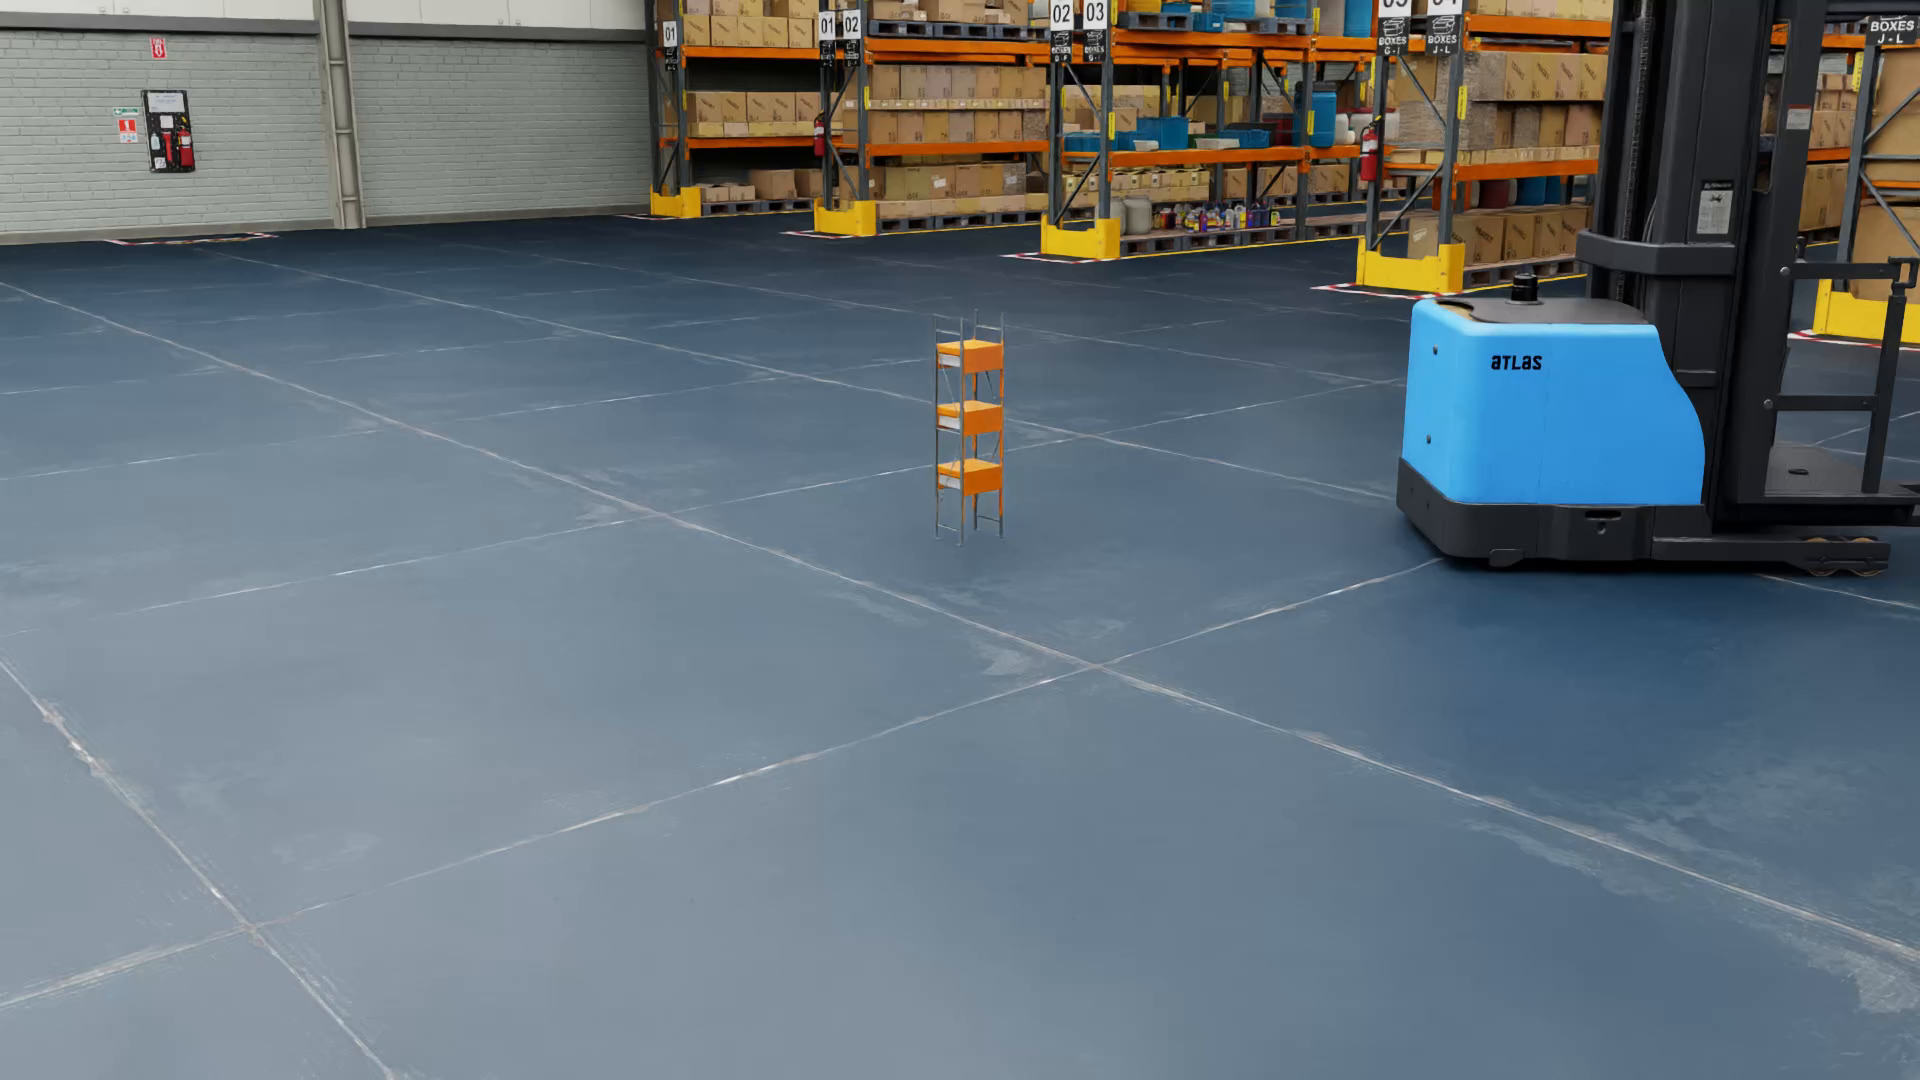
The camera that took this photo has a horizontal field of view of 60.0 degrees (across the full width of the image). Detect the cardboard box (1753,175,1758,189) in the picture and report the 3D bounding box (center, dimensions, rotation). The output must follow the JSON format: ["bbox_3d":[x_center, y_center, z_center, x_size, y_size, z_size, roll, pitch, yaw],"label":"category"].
[{"bbox_3d":[10.330,-4.767,22.323,0.500,0.250,0.500,-12,19,-37],"label":"cardboard box"}]

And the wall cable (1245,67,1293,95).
[{"bbox_3d":[7.441,-10.660,39.875,1.851,1.984,0.084,-13,19,-39],"label":"wall cable"}]

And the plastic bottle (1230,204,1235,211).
[{"bbox_3d":[3.863,-4.657,23.783,0.133,0.283,0.061,-13,19,-39],"label":"plastic bottle"}]

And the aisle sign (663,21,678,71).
[{"bbox_3d":[-4.831,-8.243,27.758,0.004,0.787,0.394,-13,19,-39],"label":"aisle sign"}]

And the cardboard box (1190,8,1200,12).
[{"bbox_3d":[4.801,-11.146,35.684,0.500,0.500,0.500,-13,20,-40],"label":"cardboard box"}]

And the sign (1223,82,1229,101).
[{"bbox_3d":[4.683,-7.901,29.271,0.005,0.325,0.100,-13,19,-39],"label":"sign"}]

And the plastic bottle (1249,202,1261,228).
[{"bbox_3d":[4.106,-4.541,23.219,0.185,0.351,0.144,-14,20,-42],"label":"plastic bottle"}]

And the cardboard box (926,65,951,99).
[{"bbox_3d":[-0.546,-7.030,25.547,0.500,0.500,0.700,-13,19,-39],"label":"cardboard box"}]

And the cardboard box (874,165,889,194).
[{"bbox_3d":[-1.412,-6.868,31.639,0.500,0.500,0.700,-12,19,-38],"label":"cardboard box"}]

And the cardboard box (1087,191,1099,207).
[{"bbox_3d":[2.152,-5.752,27.986,0.500,0.250,0.500,-12,19,-38],"label":"cardboard box"}]

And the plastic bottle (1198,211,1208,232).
[{"bbox_3d":[3.285,-4.310,22.484,0.133,0.283,0.061,-12,19,-38],"label":"plastic bottle"}]

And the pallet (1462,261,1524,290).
[{"bbox_3d":[5.474,-2.961,18.425,1.213,0.211,1.003,-13,19,-39],"label":"pallet"}]

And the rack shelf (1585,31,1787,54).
[{"bbox_3d":[9.307,-6.282,21.038,4.000,0.370,1.077,-13,19,-39],"label":"rack shelf"}]

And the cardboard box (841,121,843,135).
[{"bbox_3d":[-2.115,-7.533,30.390,0.500,0.250,0.500,-13,19,-39],"label":"cardboard box"}]

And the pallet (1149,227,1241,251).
[{"bbox_3d":[3.092,-4.145,22.861,1.213,0.211,1.003,-13,19,-39],"label":"pallet"}]

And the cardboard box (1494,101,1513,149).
[{"bbox_3d":[5.512,-4.552,18.209,0.500,0.500,0.875,-13,19,-39],"label":"cardboard box"}]

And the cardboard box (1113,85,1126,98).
[{"bbox_3d":[3.117,-9.354,34.694,0.500,0.250,0.500,-12,19,-38],"label":"cardboard box"}]

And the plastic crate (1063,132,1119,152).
[{"bbox_3d":[1.711,-5.200,21.692,0.616,0.251,0.499,-13,19,-39],"label":"plastic crate"}]

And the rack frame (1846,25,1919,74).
[{"bbox_3d":[13.833,-6.197,25.138,0.127,3.000,1.000,-13,19,-39],"label":"rack frame"}]

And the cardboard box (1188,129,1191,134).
[{"bbox_3d":[3.819,-7.121,29.084,0.250,0.149,0.380,-13,19,-39],"label":"cardboard box"}]

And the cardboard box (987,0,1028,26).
[{"bbox_3d":[0.745,-8.505,26.687,0.500,0.500,0.500,-11,18,-35],"label":"cardboard box"}]

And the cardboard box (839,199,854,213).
[{"bbox_3d":[-1.509,-5.116,25.606,0.500,0.250,0.500,-13,19,-39],"label":"cardboard box"}]

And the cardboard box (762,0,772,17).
[{"bbox_3d":[-3.645,-9.429,29.254,0.500,0.500,0.500,-13,20,-39],"label":"cardboard box"}]

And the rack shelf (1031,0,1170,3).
[{"bbox_3d":[2.570,-11.109,34.070,4.000,0.370,1.077,-13,19,-39],"label":"rack shelf"}]

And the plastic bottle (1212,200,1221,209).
[{"bbox_3d":[3.666,-4.683,23.750,0.185,0.351,0.144,-12,19,-38],"label":"plastic bottle"}]

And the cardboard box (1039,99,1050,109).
[{"bbox_3d":[1.234,-7.045,26.861,0.250,0.149,0.380,-13,20,-39],"label":"cardboard box"}]

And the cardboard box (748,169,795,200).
[{"bbox_3d":[-3.376,-6.373,29.787,0.500,0.500,0.700,-14,21,-43],"label":"cardboard box"}]

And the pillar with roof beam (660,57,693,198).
[{"bbox_3d":[-2.188,-9.404,25.520,0.400,9.000,9.100,-13,19,-39],"label":"pillar with roof beam"}]

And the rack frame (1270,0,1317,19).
[{"bbox_3d":[4.547,-8.704,22.900,0.127,3.000,1.000,-13,19,-39],"label":"rack frame"}]

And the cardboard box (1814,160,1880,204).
[{"bbox_3d":[12.690,-5.110,24.370,0.875,0.875,1.225,-14,20,-41],"label":"cardboard box"}]

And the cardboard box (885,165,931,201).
[{"bbox_3d":[-0.793,-5.463,25.450,0.500,0.500,0.500,-13,19,-39],"label":"cardboard box"}]

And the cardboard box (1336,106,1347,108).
[{"bbox_3d":[7.542,-8.309,32.851,0.500,0.500,0.500,-12,19,-38],"label":"cardboard box"}]

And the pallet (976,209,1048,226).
[{"bbox_3d":[0.671,-5.297,27.173,1.213,0.211,1.003,-13,19,-39],"label":"pallet"}]

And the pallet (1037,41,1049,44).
[{"bbox_3d":[1.955,-8.280,27.493,1.217,0.209,0.805,-14,20,-42],"label":"pallet"}]

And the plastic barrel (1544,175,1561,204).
[{"bbox_3d":[10.161,-6.262,28.632,0.708,0.901,0.600,-13,19,-39],"label":"plastic barrel"}]

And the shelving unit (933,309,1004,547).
[{"bbox_3d":[0.040,-0.516,7.648,0.252,1.050,0.215,-13,19,-39],"label":"shelving unit"}]

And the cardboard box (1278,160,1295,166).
[{"bbox_3d":[6.054,-7.290,31.766,0.500,0.250,0.500,-13,19,-39],"label":"cardboard box"}]

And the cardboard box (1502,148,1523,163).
[{"bbox_3d":[5.920,-4.210,18.186,0.250,0.149,0.380,-13,19,-39],"label":"cardboard box"}]

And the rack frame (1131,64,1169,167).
[{"bbox_3d":[4.079,-9.090,35.968,0.127,3.000,1.000,-13,19,-39],"label":"rack frame"}]

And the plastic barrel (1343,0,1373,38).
[{"bbox_3d":[5.775,-7.847,24.532,0.708,0.901,0.600,-13,19,-39],"label":"plastic barrel"}]

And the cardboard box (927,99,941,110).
[{"bbox_3d":[-0.504,-6.655,25.401,0.250,0.149,0.380,-14,20,-41],"label":"cardboard box"}]

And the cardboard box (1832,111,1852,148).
[{"bbox_3d":[12.133,-5.772,23.354,0.500,0.500,0.500,-13,20,-40],"label":"cardboard box"}]

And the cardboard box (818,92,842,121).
[{"bbox_3d":[-2.483,-7.808,29.969,0.500,0.500,0.500,-13,20,-40],"label":"cardboard box"}]

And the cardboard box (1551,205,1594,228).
[{"bbox_3d":[7.470,-3.777,20.108,0.500,0.500,0.500,-13,20,-41],"label":"cardboard box"}]

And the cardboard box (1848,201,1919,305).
[{"bbox_3d":[8.429,-2.486,14.546,0.875,0.875,0.875,-13,19,-39],"label":"cardboard box"}]

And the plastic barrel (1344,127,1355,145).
[{"bbox_3d":[5.646,-5.934,24.419,0.301,0.262,0.301,0,15,0],"label":"plastic barrel"}]

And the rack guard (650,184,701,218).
[{"bbox_3d":[-4.916,-5.862,28.728,0.348,0.500,1.175,-13,19,-39],"label":"rack guard"}]

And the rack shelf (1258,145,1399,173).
[{"bbox_3d":[6.056,-5.797,25.035,4.000,0.370,1.077,-13,19,-39],"label":"rack shelf"}]

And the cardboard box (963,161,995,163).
[{"bbox_3d":[0.371,-5.904,27.102,0.500,0.500,0.500,-13,19,-39],"label":"cardboard box"}]

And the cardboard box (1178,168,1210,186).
[{"bbox_3d":[4.082,-6.457,29.540,0.500,0.311,0.500,-12,19,-38],"label":"cardboard box"}]

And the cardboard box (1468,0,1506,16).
[{"bbox_3d":[5.314,-5.572,17.277,0.500,0.250,0.500,-12,19,-38],"label":"cardboard box"}]

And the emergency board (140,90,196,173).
[{"bbox_3d":[-11.429,-5.917,24.087,0.643,1.169,0.194,-13,19,-39],"label":"emergency board"}]

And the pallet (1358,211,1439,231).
[{"bbox_3d":[6.955,-5.013,26.108,1.213,0.211,1.003,-13,19,-39],"label":"pallet"}]

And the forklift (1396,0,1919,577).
[{"bbox_3d":[3.630,-1.396,7.298,3.031,2.935,1.130,0,15,1],"label":"forklift"}]
